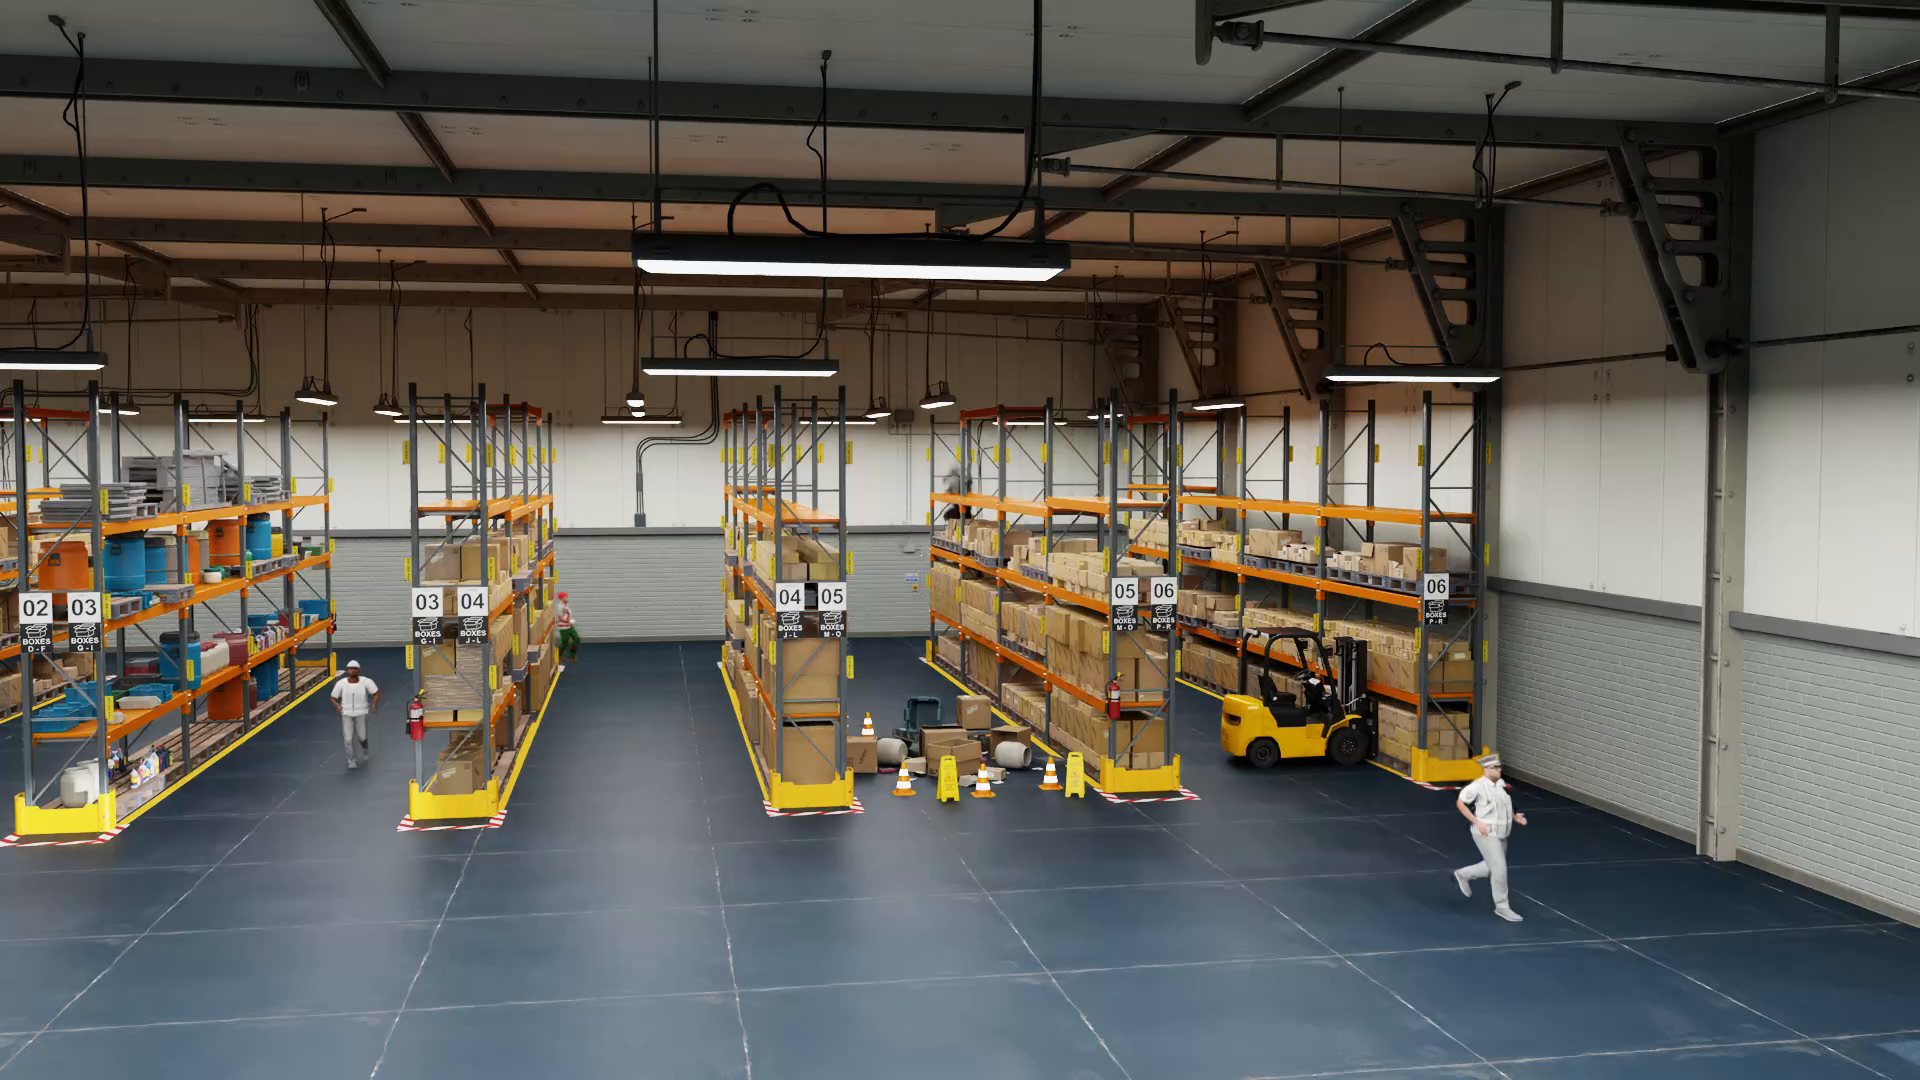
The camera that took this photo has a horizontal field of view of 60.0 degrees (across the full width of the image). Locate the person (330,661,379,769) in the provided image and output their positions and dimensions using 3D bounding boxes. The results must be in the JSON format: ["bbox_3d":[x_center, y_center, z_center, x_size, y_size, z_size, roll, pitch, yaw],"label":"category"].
[{"bbox_3d":[-9.700,2.793,26.629,0.747,1.723,0.587,-1,3,-15],"label":"person"}]

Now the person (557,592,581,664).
[{"bbox_3d":[-9.458,2.114,39.839,0.657,1.774,0.649,0,3,3],"label":"person"}]

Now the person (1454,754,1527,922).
[{"bbox_3d":[5.767,3.215,18.177,0.663,1.774,0.903,-2,4,-41],"label":"person"}]
